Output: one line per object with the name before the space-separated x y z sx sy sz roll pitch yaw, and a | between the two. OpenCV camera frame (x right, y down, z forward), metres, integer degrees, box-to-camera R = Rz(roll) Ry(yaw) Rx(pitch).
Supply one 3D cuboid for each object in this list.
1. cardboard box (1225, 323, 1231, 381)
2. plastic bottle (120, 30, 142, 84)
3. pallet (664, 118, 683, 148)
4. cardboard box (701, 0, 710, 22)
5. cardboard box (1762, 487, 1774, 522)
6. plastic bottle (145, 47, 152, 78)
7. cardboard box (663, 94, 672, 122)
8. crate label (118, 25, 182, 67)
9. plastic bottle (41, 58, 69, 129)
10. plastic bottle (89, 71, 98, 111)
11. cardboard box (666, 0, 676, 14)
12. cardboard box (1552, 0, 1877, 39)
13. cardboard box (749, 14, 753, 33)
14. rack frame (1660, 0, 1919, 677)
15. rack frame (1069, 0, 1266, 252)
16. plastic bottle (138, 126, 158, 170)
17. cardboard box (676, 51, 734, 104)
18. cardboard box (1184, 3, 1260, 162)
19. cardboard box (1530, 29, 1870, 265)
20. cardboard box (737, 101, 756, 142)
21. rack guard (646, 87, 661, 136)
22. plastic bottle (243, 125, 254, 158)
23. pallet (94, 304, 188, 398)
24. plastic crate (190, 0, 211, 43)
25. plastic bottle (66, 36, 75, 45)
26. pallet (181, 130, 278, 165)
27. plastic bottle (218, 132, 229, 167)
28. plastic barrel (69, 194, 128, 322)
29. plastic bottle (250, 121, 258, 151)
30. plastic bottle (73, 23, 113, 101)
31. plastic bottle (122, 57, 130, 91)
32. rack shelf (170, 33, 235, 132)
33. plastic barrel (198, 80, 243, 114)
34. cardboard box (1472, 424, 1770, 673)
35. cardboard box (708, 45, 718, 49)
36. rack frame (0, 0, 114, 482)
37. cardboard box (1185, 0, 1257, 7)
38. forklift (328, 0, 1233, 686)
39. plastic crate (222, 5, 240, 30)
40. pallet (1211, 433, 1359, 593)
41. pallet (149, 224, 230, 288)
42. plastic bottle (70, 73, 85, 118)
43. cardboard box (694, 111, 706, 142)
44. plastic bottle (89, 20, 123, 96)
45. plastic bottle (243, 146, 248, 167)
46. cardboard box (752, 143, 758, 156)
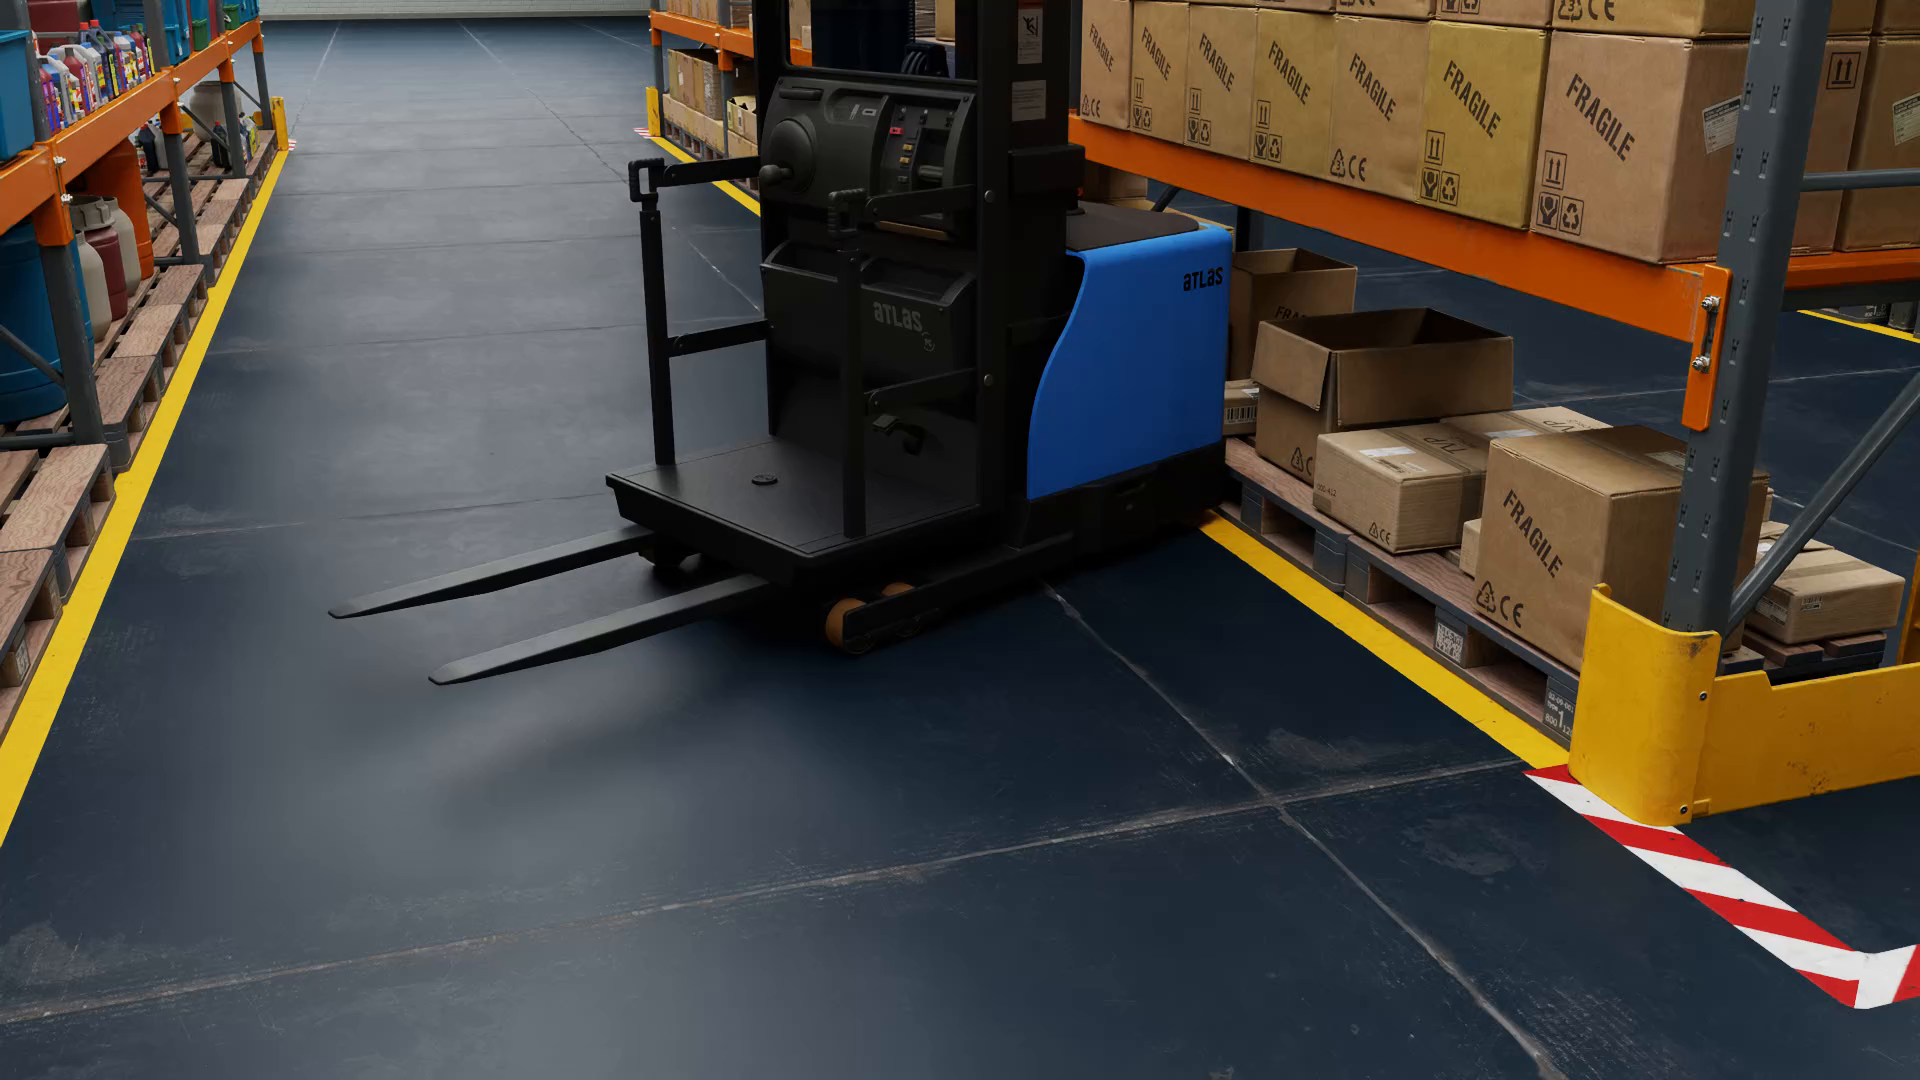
cardboard box | 0.839 -0.876 7.246 0.500 0.311 0.500 -6 21 -17
plastic bottle | -4.363 -2.531 8.715 0.097 0.271 0.097 0 20 0
pallet | -2.579 -4.390 17.827 1.003 0.211 1.213 -6 21 -17
cardboard box | -2.073 -5.179 15.749 0.700 0.500 0.500 -6 21 -16
cardboard box | 2.111 -0.087 5.138 0.500 0.250 0.500 -6 21 -17
plastic bottle | -4.497 -2.634 9.107 0.097 0.201 0.097 0 20 0
cardboard box | -2.902 -4.651 17.875 0.500 0.250 0.500 -6 21 -17
crate label | -4.825 -2.947 9.932 0.303 0.233 0.416 -6 21 -17
plastic bottle | -3.627 -1.779 6.622 0.097 0.271 0.097 0 20 0
plastic bottle | -3.876 -2.000 7.342 0.097 0.201 0.097 0 20 0
cardboard box | -2.724 -5.839 17.588 0.700 0.500 0.500 -6 21 -17
cardboard box | 1.769 -1.440 3.862 0.500 0.500 0.500 -7 21 -18
cardboard box | -1.517 -4.235 13.643 0.380 0.149 0.250 -6 21 -17
rack frame | 2.170 -0.809 3.731 1.000 3.000 0.127 -6 21 -17
rack frame | 0.913 -2.093 7.305 1.000 3.000 0.127 -6 21 -17
plastic bottle | -6.781 -3.271 13.854 0.144 0.351 0.185 -7 21 -19
cardboard box | -2.573 -4.685 16.859 0.500 0.500 0.500 -6 21 -17
cardboard box | 1.133 -1.622 5.848 0.500 0.500 0.500 -6 21 -17
cardboard box | 1.771 -0.971 4.034 0.500 0.500 0.500 -6 21 -16
cardboard box | -1.556 -3.507 13.860 0.500 0.311 0.500 -7 21 -18
rack guard | -2.867 -4.775 18.470 1.175 0.500 0.348 -6 21 -17
plastic bottle | -6.237 -3.484 14.548 0.061 0.283 0.133 -5 20 -15
pallet | -4.381 -0.899 8.108 1.003 0.211 1.213 -6 21 -17
plastic crate | -5.663 -3.806 12.100 0.392 0.384 0.575 -6 21 -17
plastic bottle | -4.235 -2.270 7.972 0.061 0.283 0.133 -6 21 -17
pallet | -7.244 -3.825 16.254 1.003 0.211 1.213 -6 21 -17
plastic bottle | -6.218 -3.302 14.038 0.061 0.283 0.133 -6 21 -17
plastic barrel | -4.523 -1.396 8.312 0.600 0.588 0.708 -6 21 -17
plastic bottle | -6.472 -3.672 15.082 0.152 0.276 0.135 -7 21 -19
plastic bottle | -4.046 -2.219 7.730 0.144 0.351 0.185 -6 21 -17
plastic bottle | -4.210 -2.341 8.292 0.097 0.201 0.097 0 20 0
rack shelf | -5.677 -3.154 11.325 1.077 0.370 4.000 -6 21 -17
plastic barrel | -7.283 -4.242 16.348 0.421 0.512 0.421 0 20 0
cardboard box | 1.765 0.012 4.492 0.500 0.500 0.500 -6 21 -17
cardboard box | -2.408 -5.059 17.902 0.500 0.500 0.500 -6 21 -17
rack frame | -3.791 -1.567 5.843 1.000 3.000 0.127 -6 21 -17
cardboard box | 1.117 -2.098 5.694 0.500 0.500 0.500 -7 21 -19
forklift | -0.454 -1.235 5.020 3.031 2.935 1.130 -18 26 -40
plastic crate | -6.464 -4.501 14.323 0.450 0.188 0.662 -6 21 -17
pallet | 1.515 -0.167 6.071 1.003 0.211 1.213 -6 21 -17
pallet | -5.255 -1.791 10.592 1.003 0.211 1.213 -6 21 -17
plastic bottle | -3.761 -1.883 7.015 0.097 0.201 0.097 0 20 0
cardboard box | -2.274 -4.009 16.088 0.500 0.250 0.500 -6 21 -17
plastic bottle | -4.146 -2.321 8.014 0.144 0.351 0.185 -6 21 -17
plastic bottle | -6.053 -3.239 13.985 0.097 0.201 0.097 0 20 0
cardboard box | -1.385 -3.077 13.493 0.500 0.250 0.500 -7 21 -19
